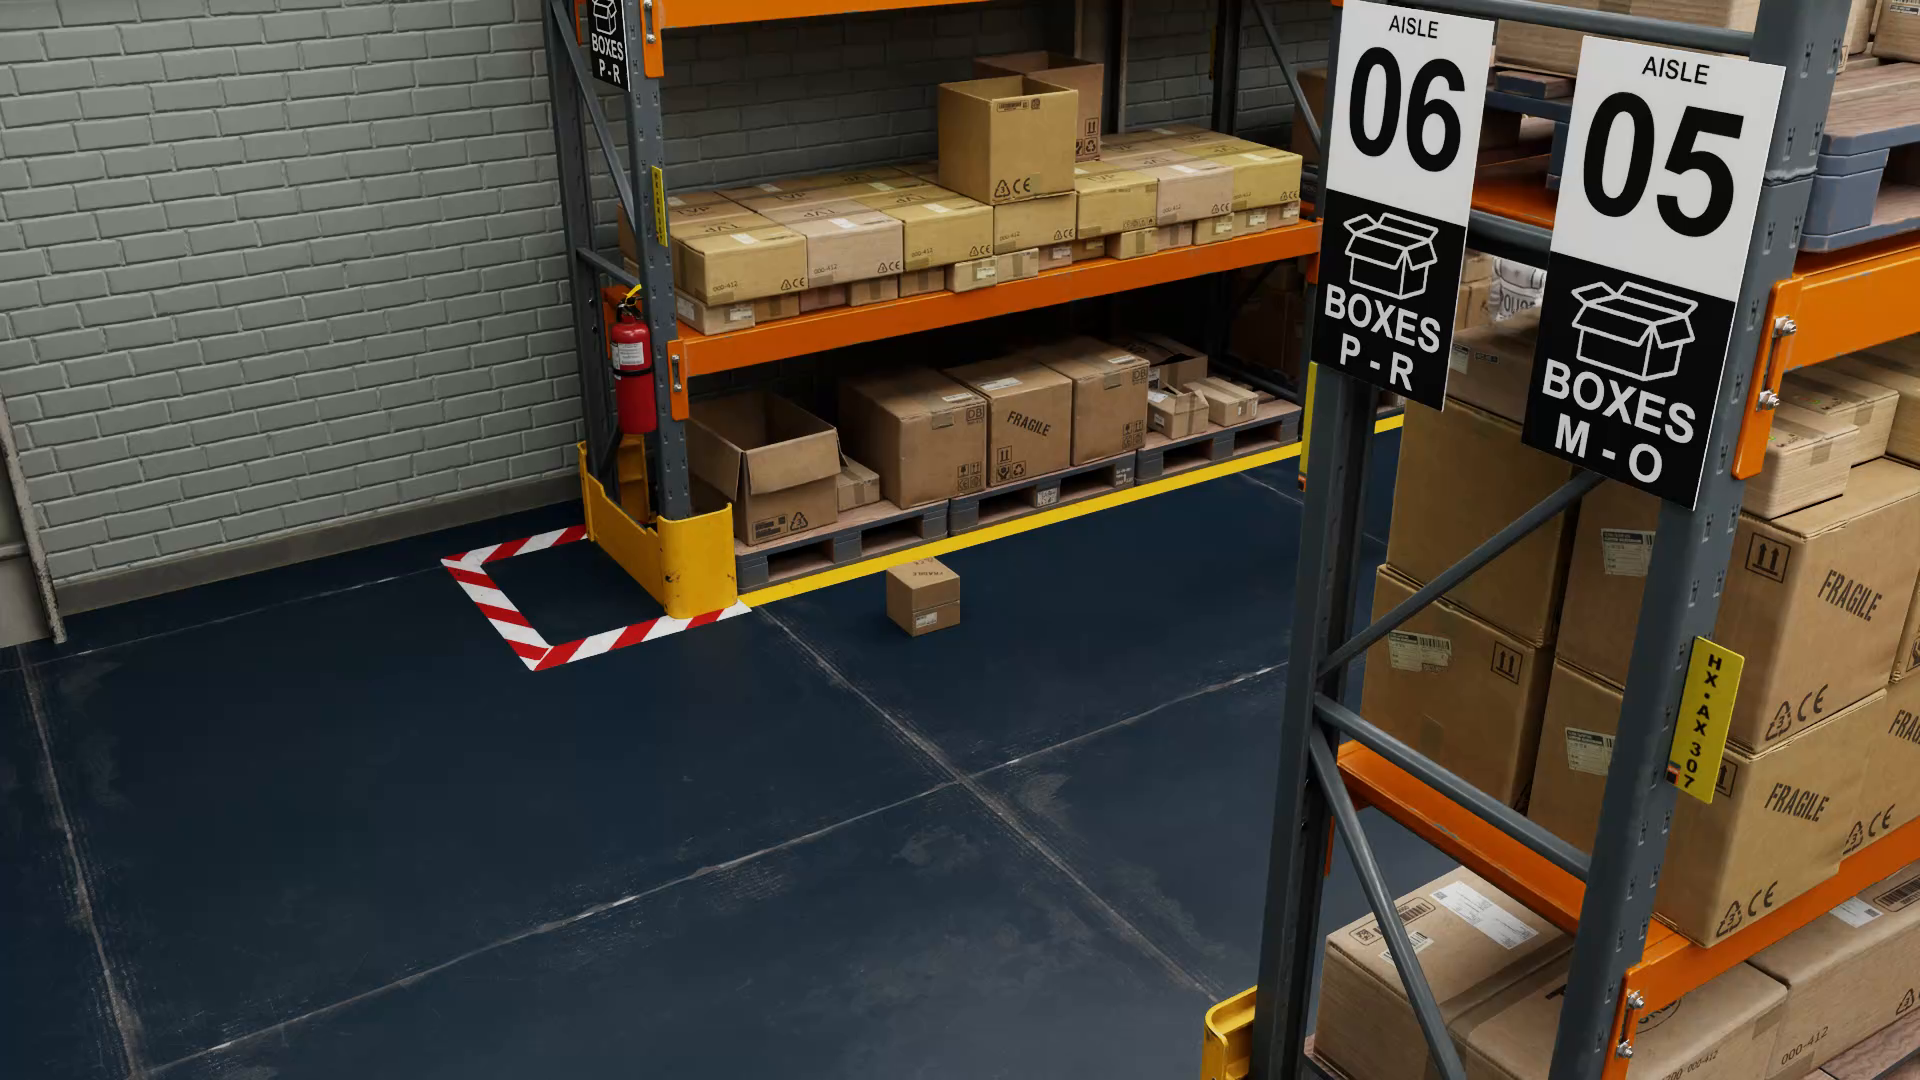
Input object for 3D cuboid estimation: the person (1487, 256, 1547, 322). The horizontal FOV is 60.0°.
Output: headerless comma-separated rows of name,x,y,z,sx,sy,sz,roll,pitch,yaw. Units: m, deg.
person,2.911,-0.985,8.647,0.972,1.643,0.481,-17,30,-32
